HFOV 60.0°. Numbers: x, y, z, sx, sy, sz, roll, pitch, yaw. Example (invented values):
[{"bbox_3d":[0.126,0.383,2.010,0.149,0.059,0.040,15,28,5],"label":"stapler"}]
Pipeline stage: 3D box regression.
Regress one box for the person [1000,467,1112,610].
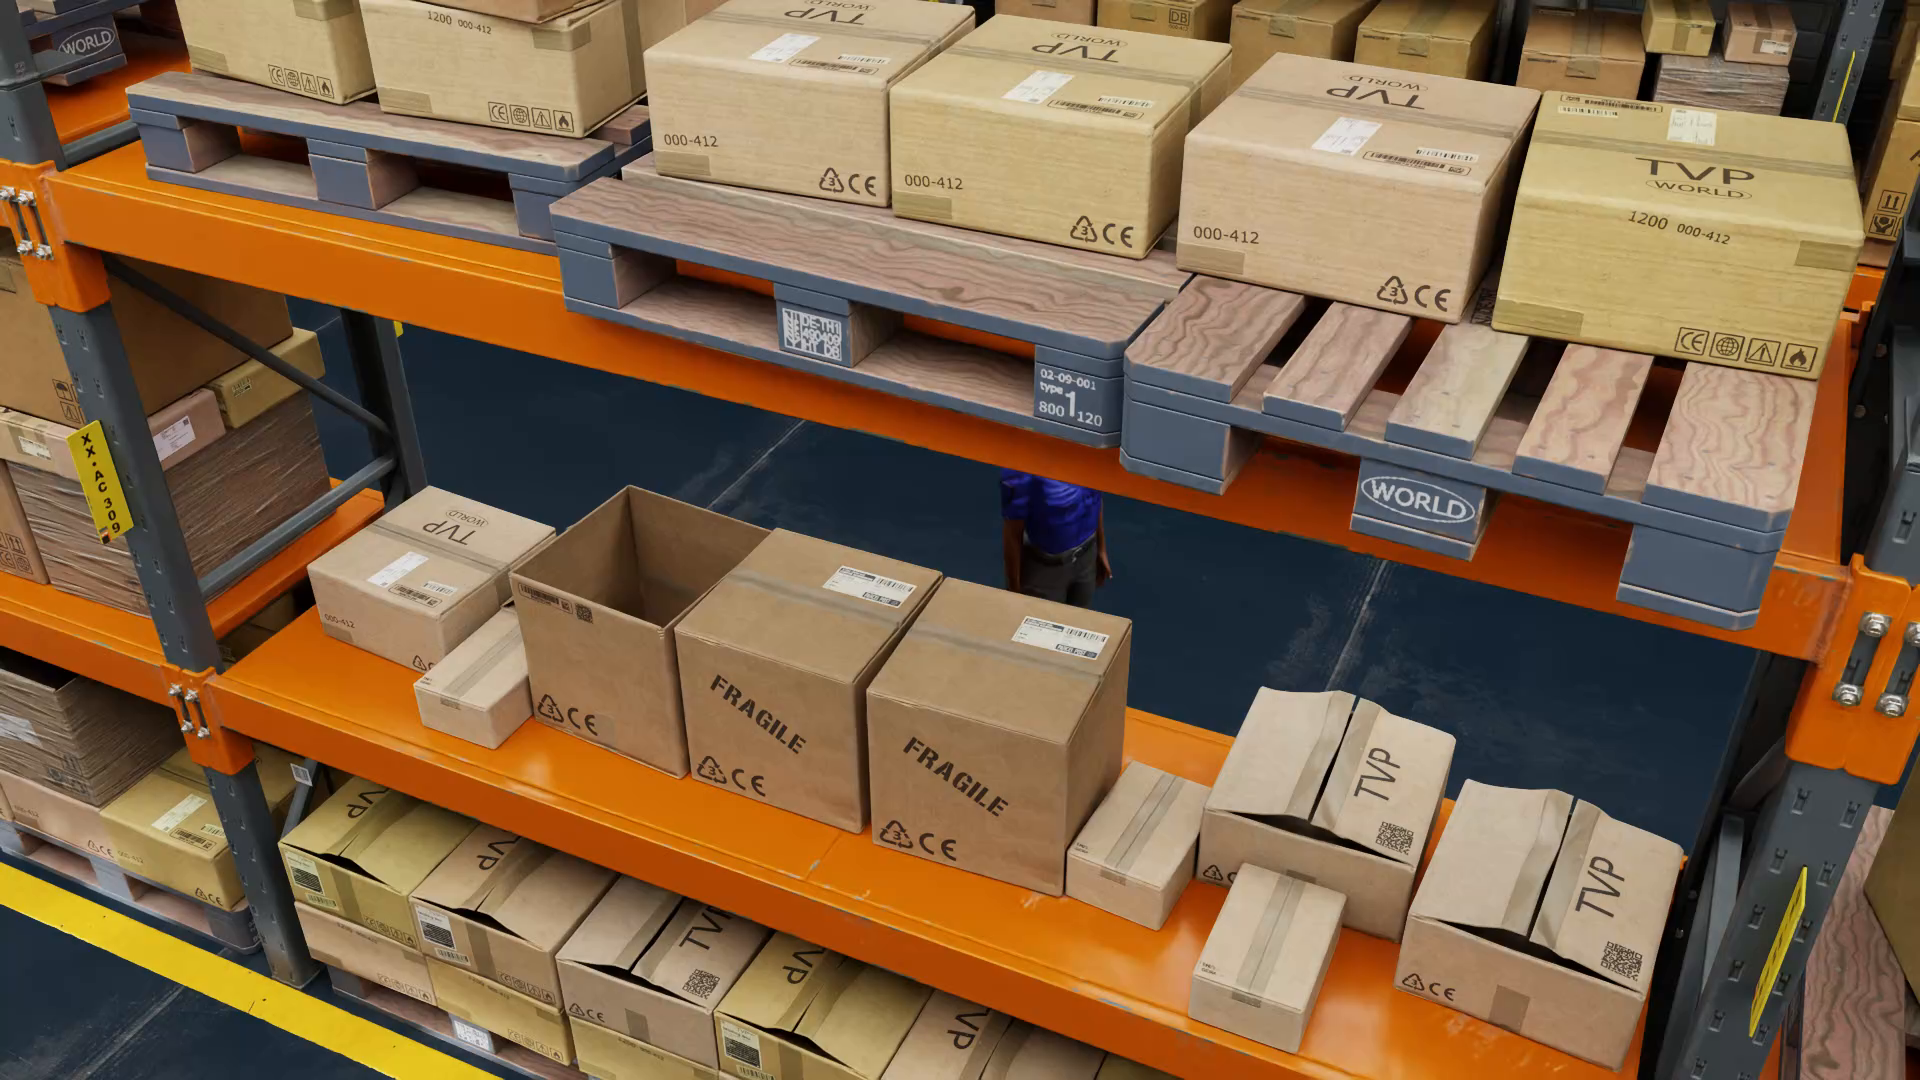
[{"bbox_3d":[0.316,0.134,5.942,0.322,1.677,0.579,27,43,34],"label":"person"}]
